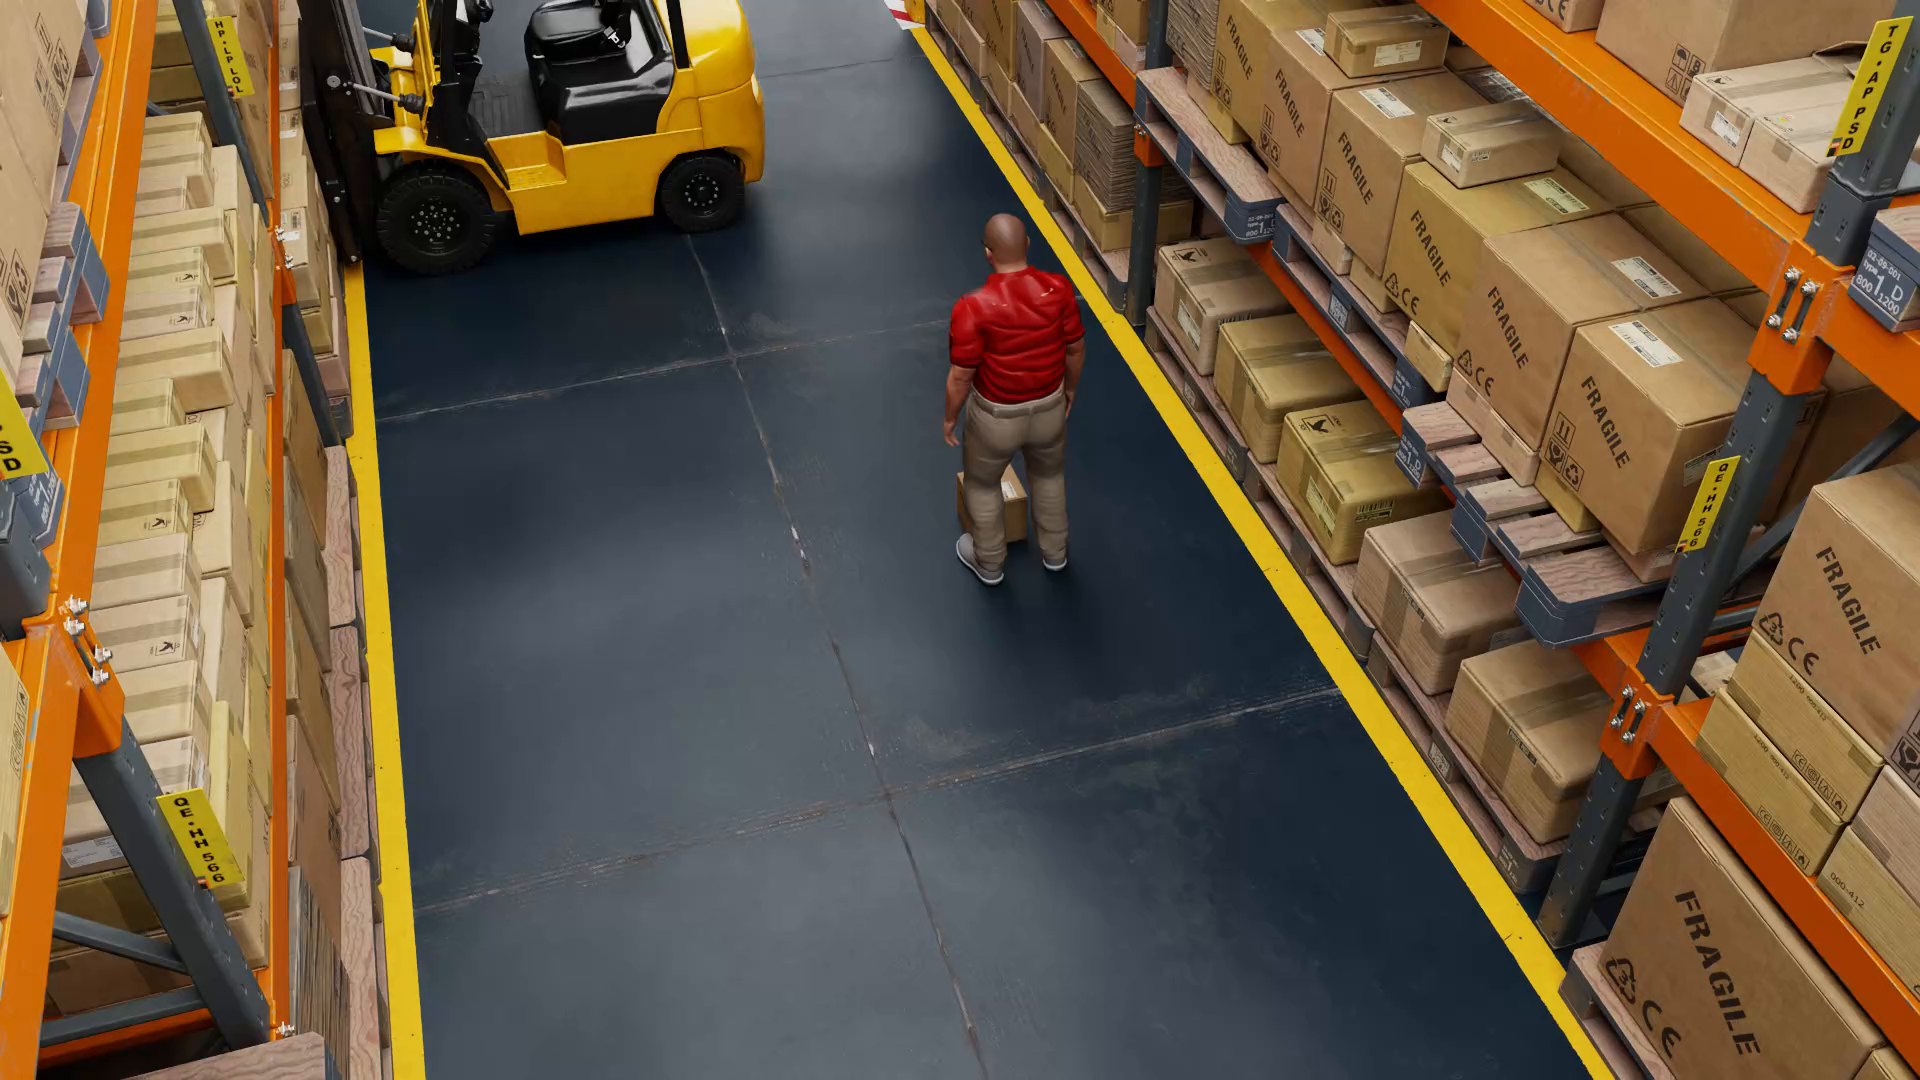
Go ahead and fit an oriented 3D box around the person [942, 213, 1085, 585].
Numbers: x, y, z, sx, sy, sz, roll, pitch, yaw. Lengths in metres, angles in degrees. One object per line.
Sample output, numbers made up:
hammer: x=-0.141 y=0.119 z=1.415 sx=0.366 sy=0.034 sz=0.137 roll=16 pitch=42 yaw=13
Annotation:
person: x=0.216 y=-0.544 z=6.774 sx=0.606 sy=1.728 sz=0.400 roll=-14 pitch=44 yaw=-15
